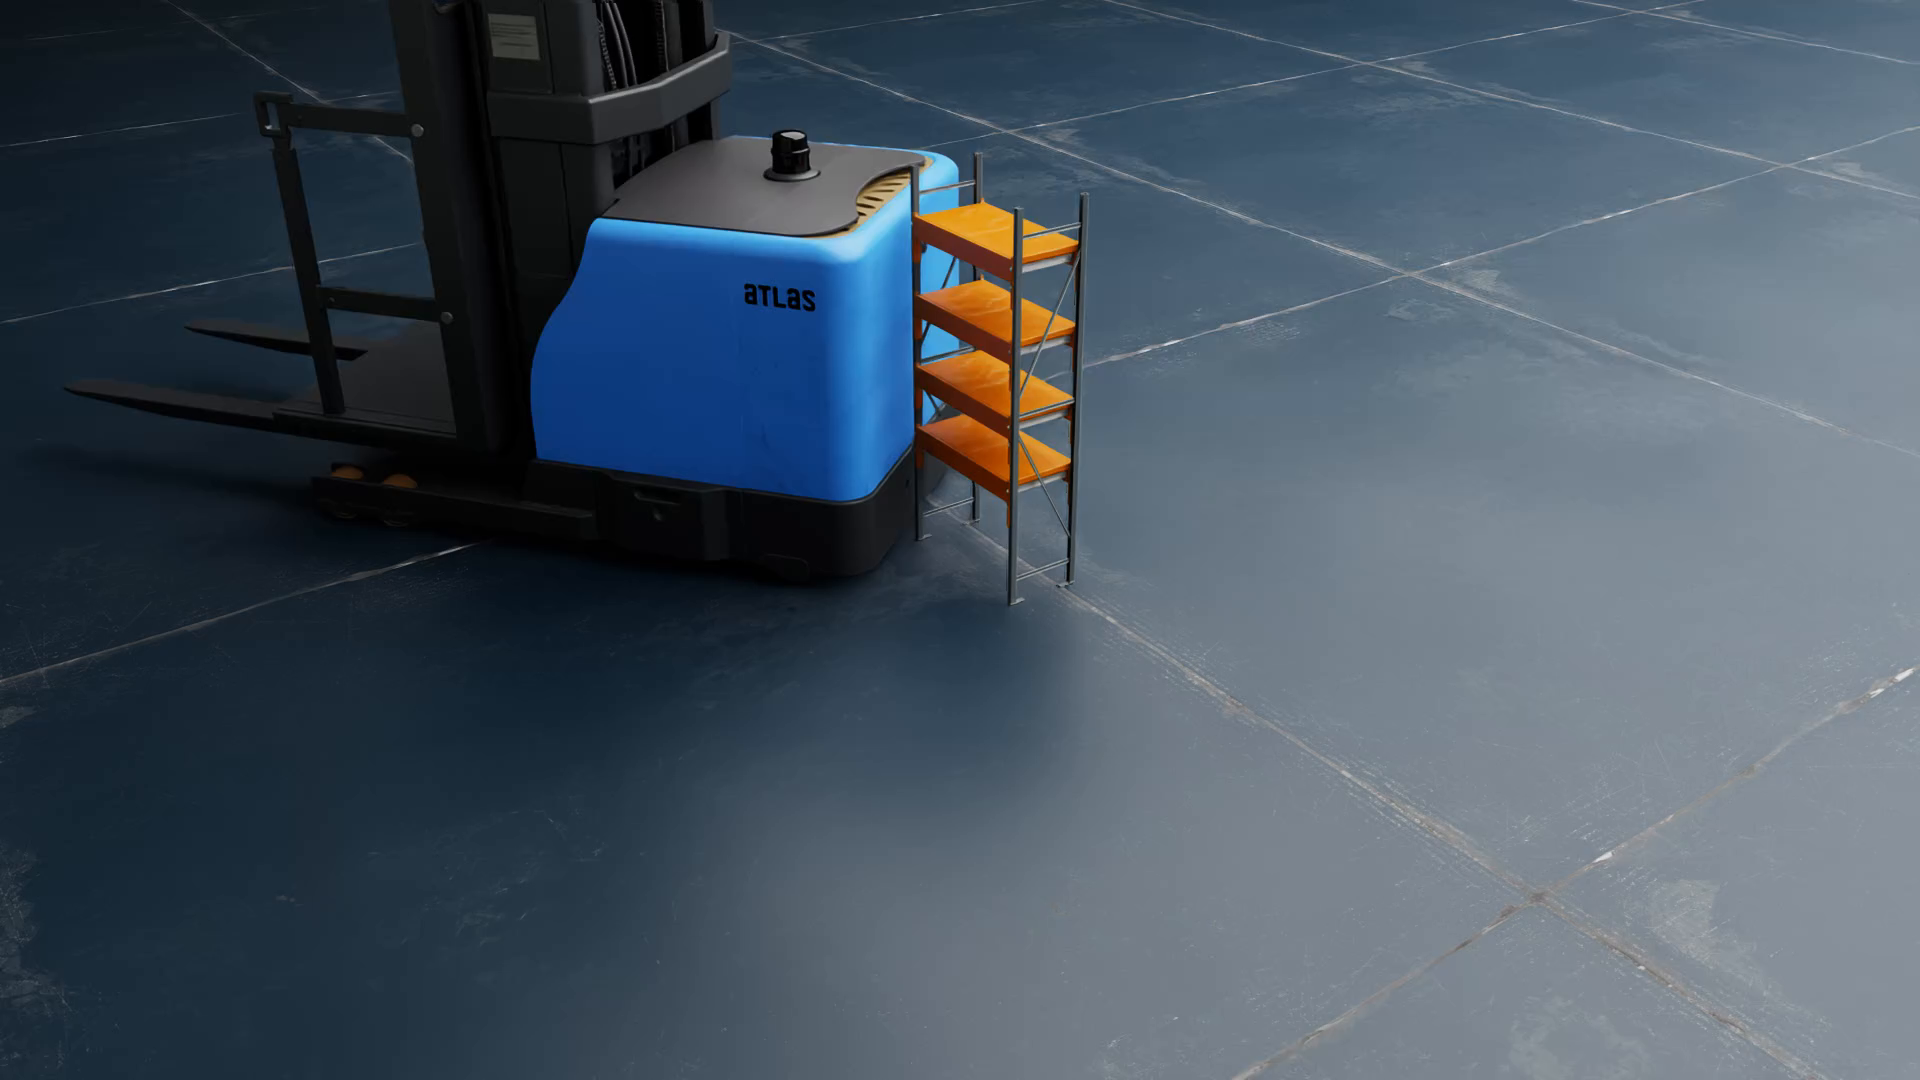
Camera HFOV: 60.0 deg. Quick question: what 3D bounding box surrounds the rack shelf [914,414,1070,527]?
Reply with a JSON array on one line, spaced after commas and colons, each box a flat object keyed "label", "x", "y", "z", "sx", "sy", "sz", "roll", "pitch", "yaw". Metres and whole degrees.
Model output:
[{"label": "rack shelf", "x": 0.102, "y": -0.228, "z": 4.970, "sx": 0.258, "sy": 0.148, "sz": 0.480, "roll": -18, "pitch": 34, "yaw": -30}]

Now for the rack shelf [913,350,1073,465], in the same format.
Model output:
[{"label": "rack shelf", "x": 0.102, "y": -0.403, "z": 4.876, "sx": 0.258, "sy": 0.148, "sz": 0.480, "roll": -18, "pitch": 34, "yaw": -30}]

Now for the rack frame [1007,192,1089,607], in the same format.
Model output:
[{"label": "rack frame", "x": 0.242, "y": -0.367, "z": 4.668, "sx": 0.240, "sy": 1.200, "sz": 0.015, "roll": -18, "pitch": 34, "yaw": -30}]

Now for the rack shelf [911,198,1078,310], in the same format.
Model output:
[{"label": "rack shelf", "x": 0.102, "y": -0.807, "z": 4.656, "sx": 0.258, "sy": 0.148, "sz": 0.480, "roll": -18, "pitch": 34, "yaw": -30}]

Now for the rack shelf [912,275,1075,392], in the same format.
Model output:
[{"label": "rack shelf", "x": 0.102, "y": -0.600, "z": 4.769, "sx": 0.258, "sy": 0.148, "sz": 0.480, "roll": -18, "pitch": 34, "yaw": -30}]

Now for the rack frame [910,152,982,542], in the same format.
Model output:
[{"label": "rack frame", "x": -0.038, "y": -0.557, "z": 5.019, "sx": 0.240, "sy": 1.200, "sz": 0.015, "roll": -18, "pitch": 34, "yaw": -30}]

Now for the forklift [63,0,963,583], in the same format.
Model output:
[{"label": "forklift", "x": -1.565, "y": -1.559, "z": 5.049, "sx": 3.031, "sy": 2.935, "sz": 1.130, "roll": 8, "pitch": 30, "yaw": 15}]

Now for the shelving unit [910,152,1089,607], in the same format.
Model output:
[{"label": "shelving unit", "x": 0.102, "y": -0.462, "z": 4.844, "sx": 0.258, "sy": 1.200, "sz": 0.503, "roll": -18, "pitch": 34, "yaw": -30}]
